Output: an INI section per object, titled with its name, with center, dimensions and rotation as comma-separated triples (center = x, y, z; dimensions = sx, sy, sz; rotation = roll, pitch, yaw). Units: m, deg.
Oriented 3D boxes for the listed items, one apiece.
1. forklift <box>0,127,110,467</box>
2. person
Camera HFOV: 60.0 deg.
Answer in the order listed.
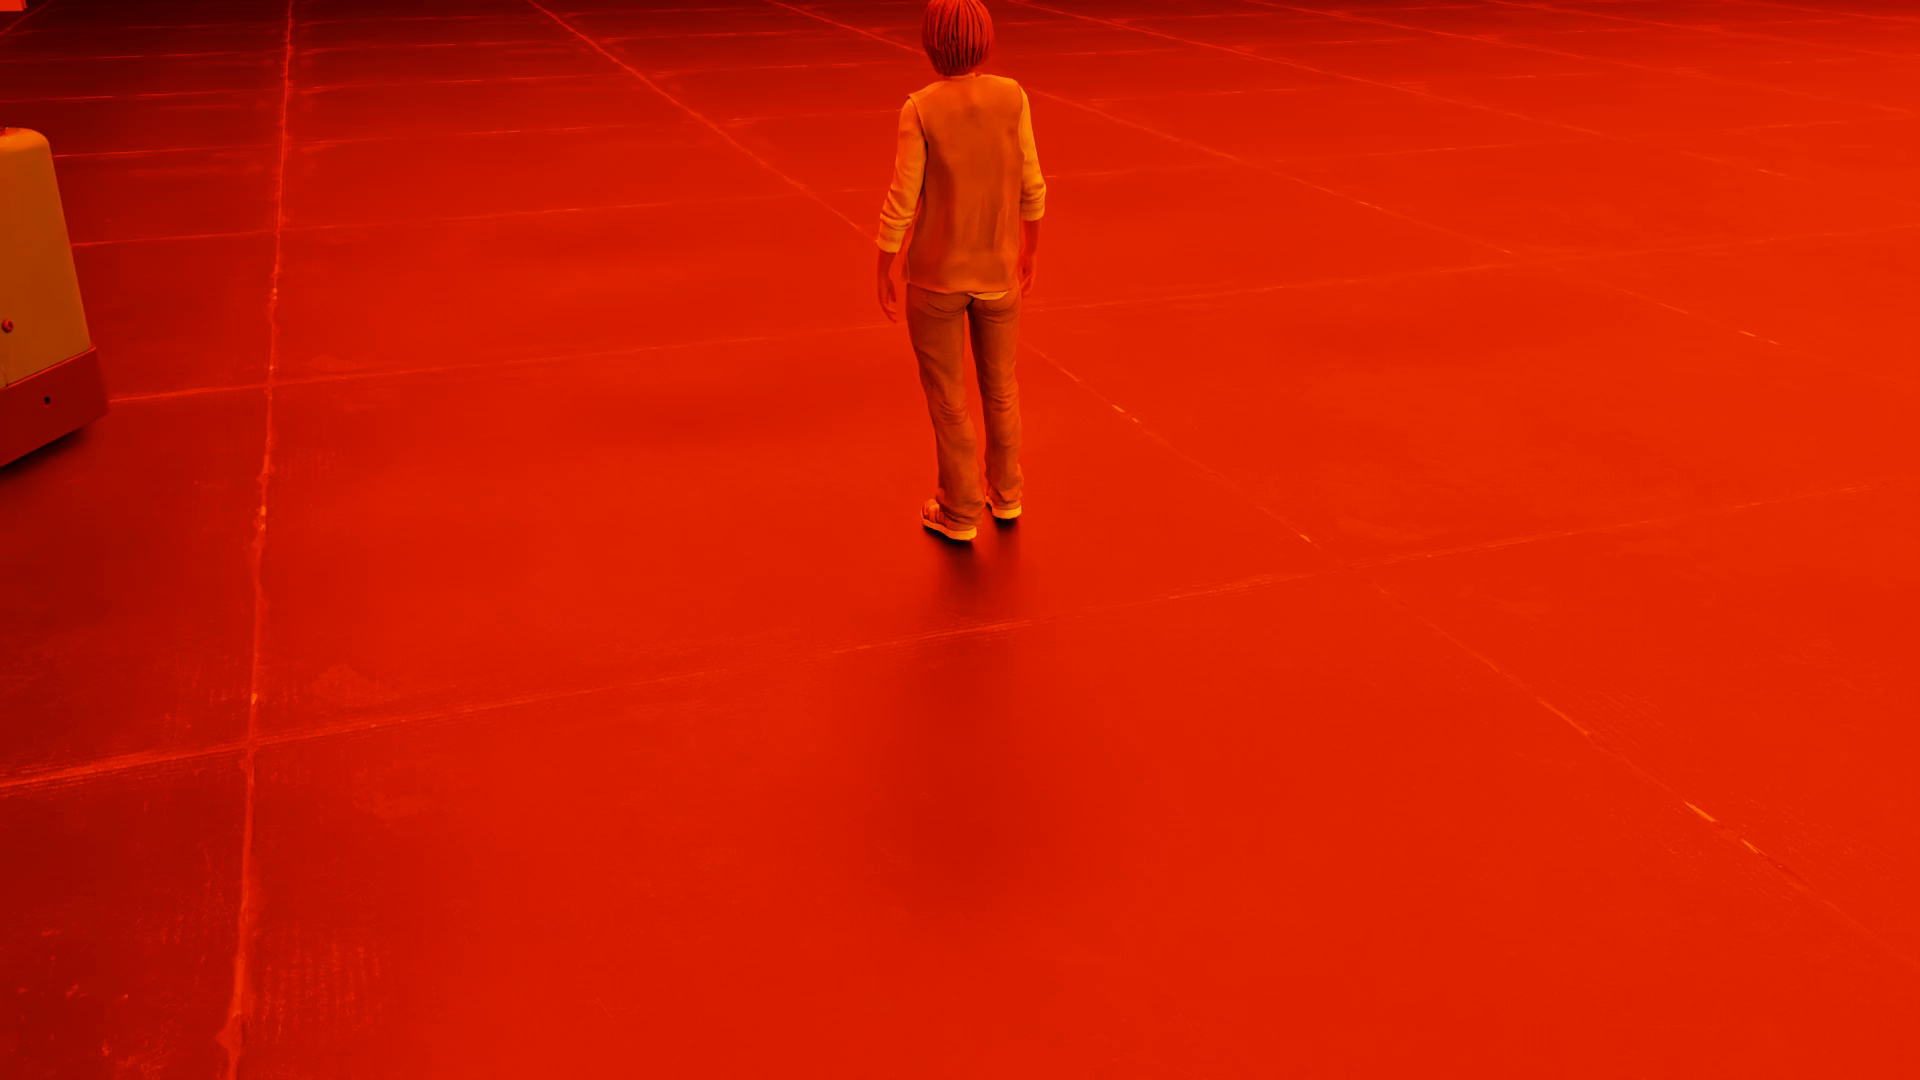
[forklift]
center = -4.626, -1.663, 5.252
dimensions = 3.031, 2.935, 1.130
rotation = 4, 23, 8
[person]
center = -0.012, -0.772, 4.836
dimensions = 0.520, 1.599, 0.473
rotation = -8, 24, -18
